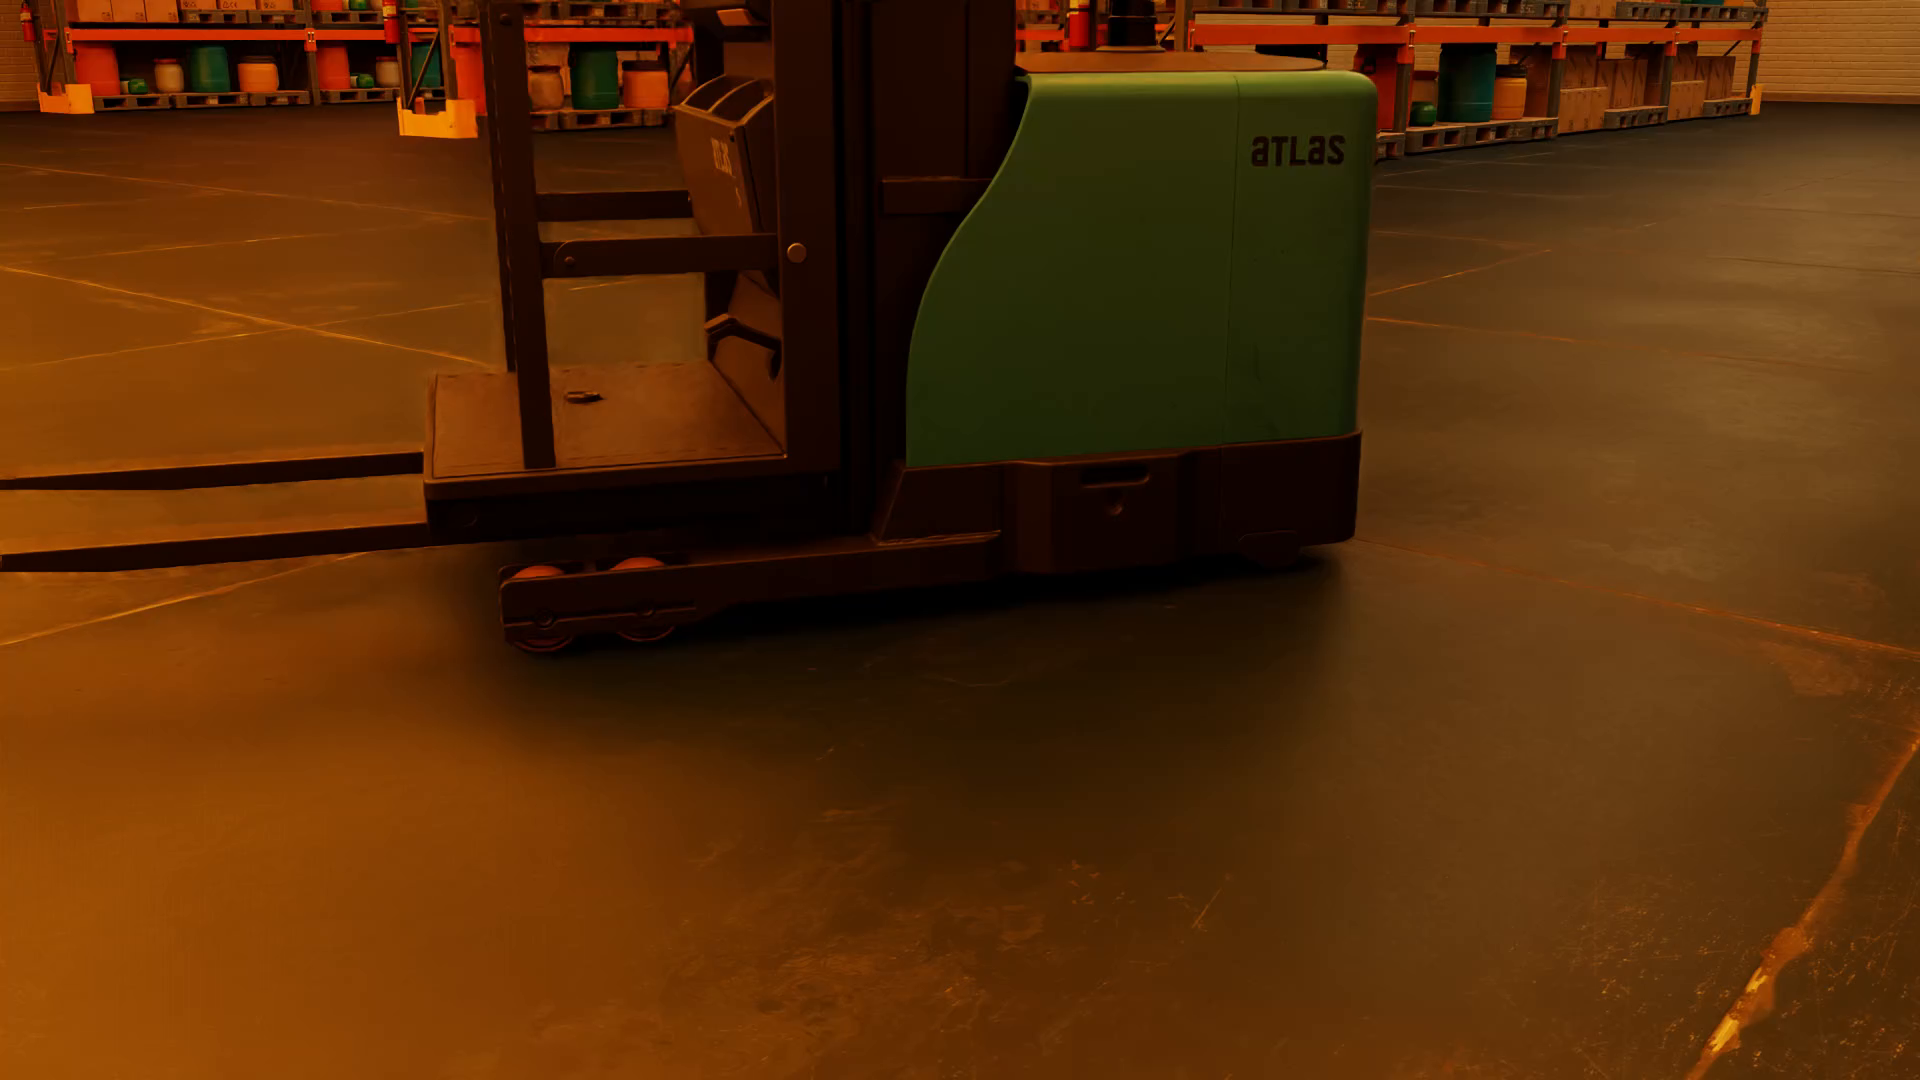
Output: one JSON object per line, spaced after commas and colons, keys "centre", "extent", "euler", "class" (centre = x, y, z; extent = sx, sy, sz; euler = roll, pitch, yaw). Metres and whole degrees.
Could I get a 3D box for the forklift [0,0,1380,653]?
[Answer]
{"centre": [-0.683, -1.355, 3.361], "extent": [3.031, 2.935, 1.130], "euler": [-5, 18, -16], "class": "forklift"}
